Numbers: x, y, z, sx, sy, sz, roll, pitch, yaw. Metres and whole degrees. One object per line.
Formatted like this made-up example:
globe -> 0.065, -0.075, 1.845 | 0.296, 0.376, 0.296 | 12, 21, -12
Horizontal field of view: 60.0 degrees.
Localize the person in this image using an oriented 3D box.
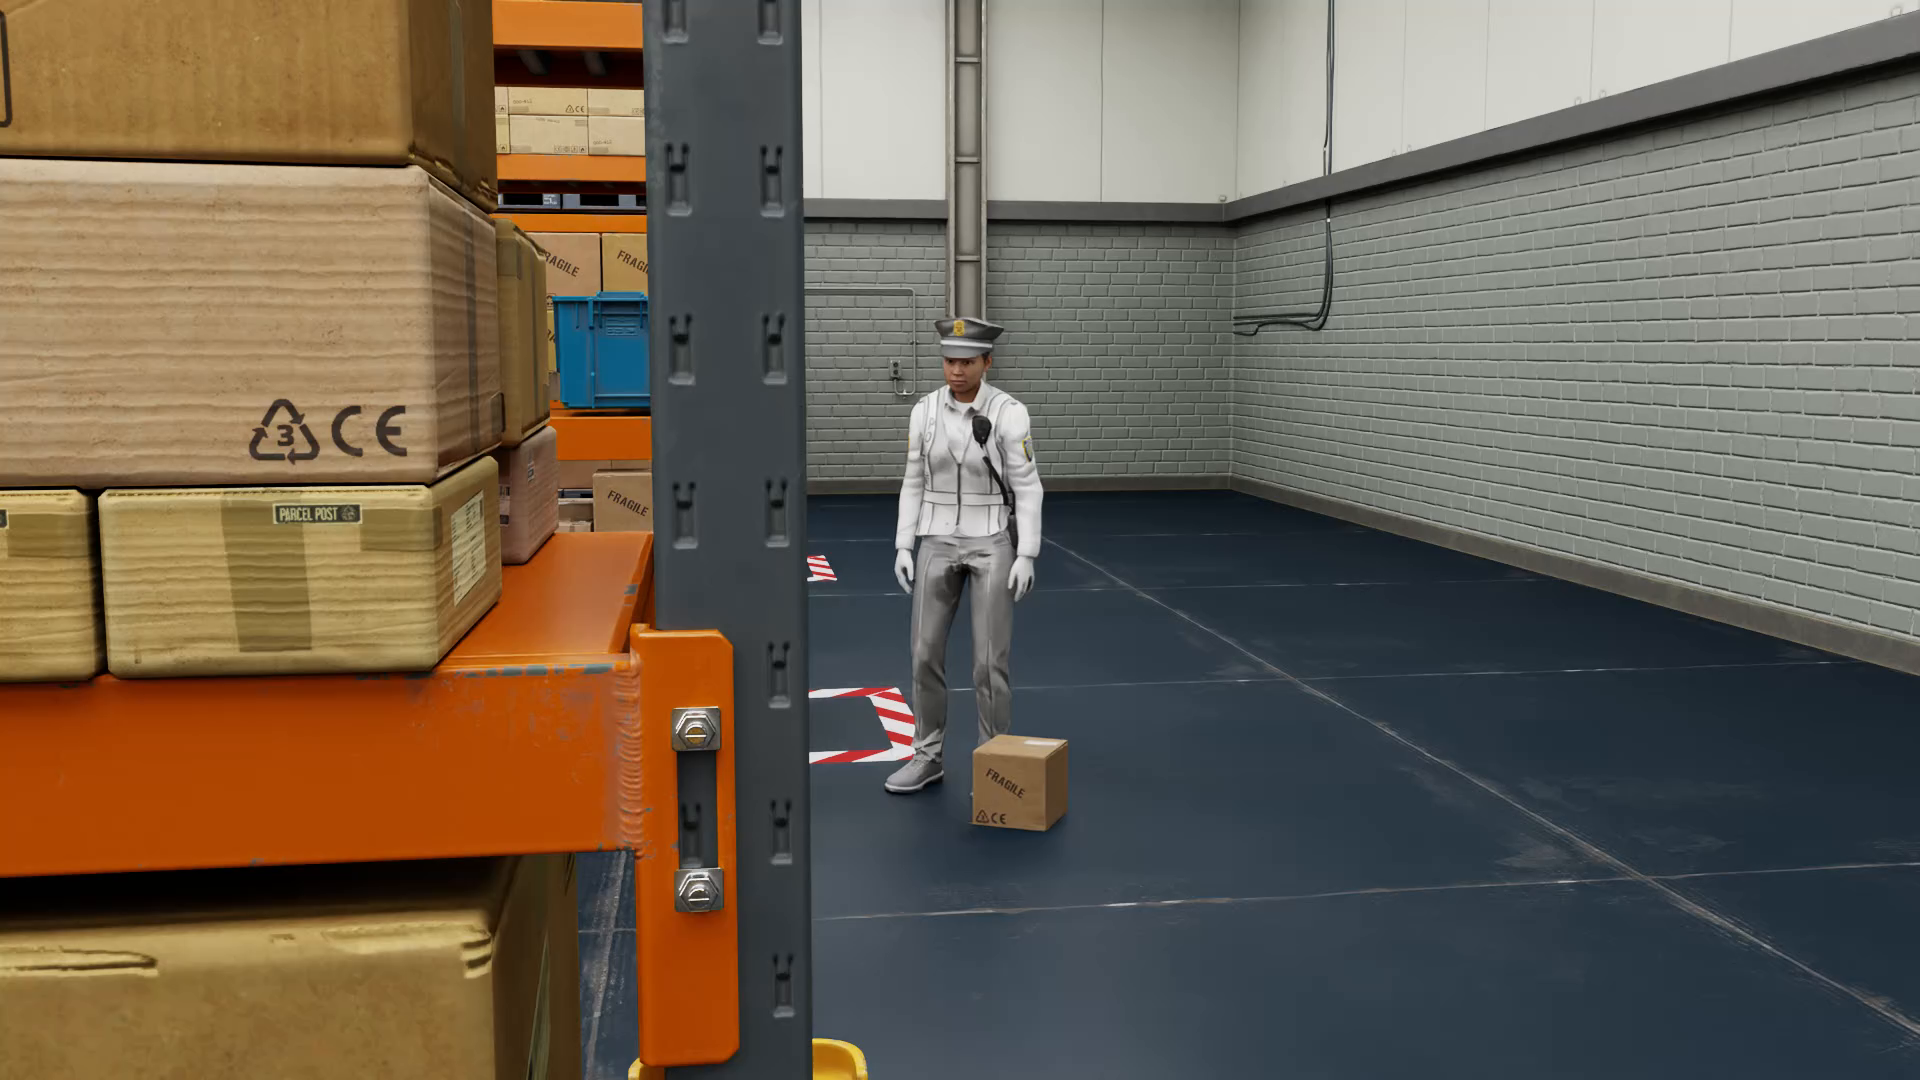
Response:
person -> 0.021, 0.059, 5.822 | 0.530, 1.661, 0.375 | 2, 7, 19
